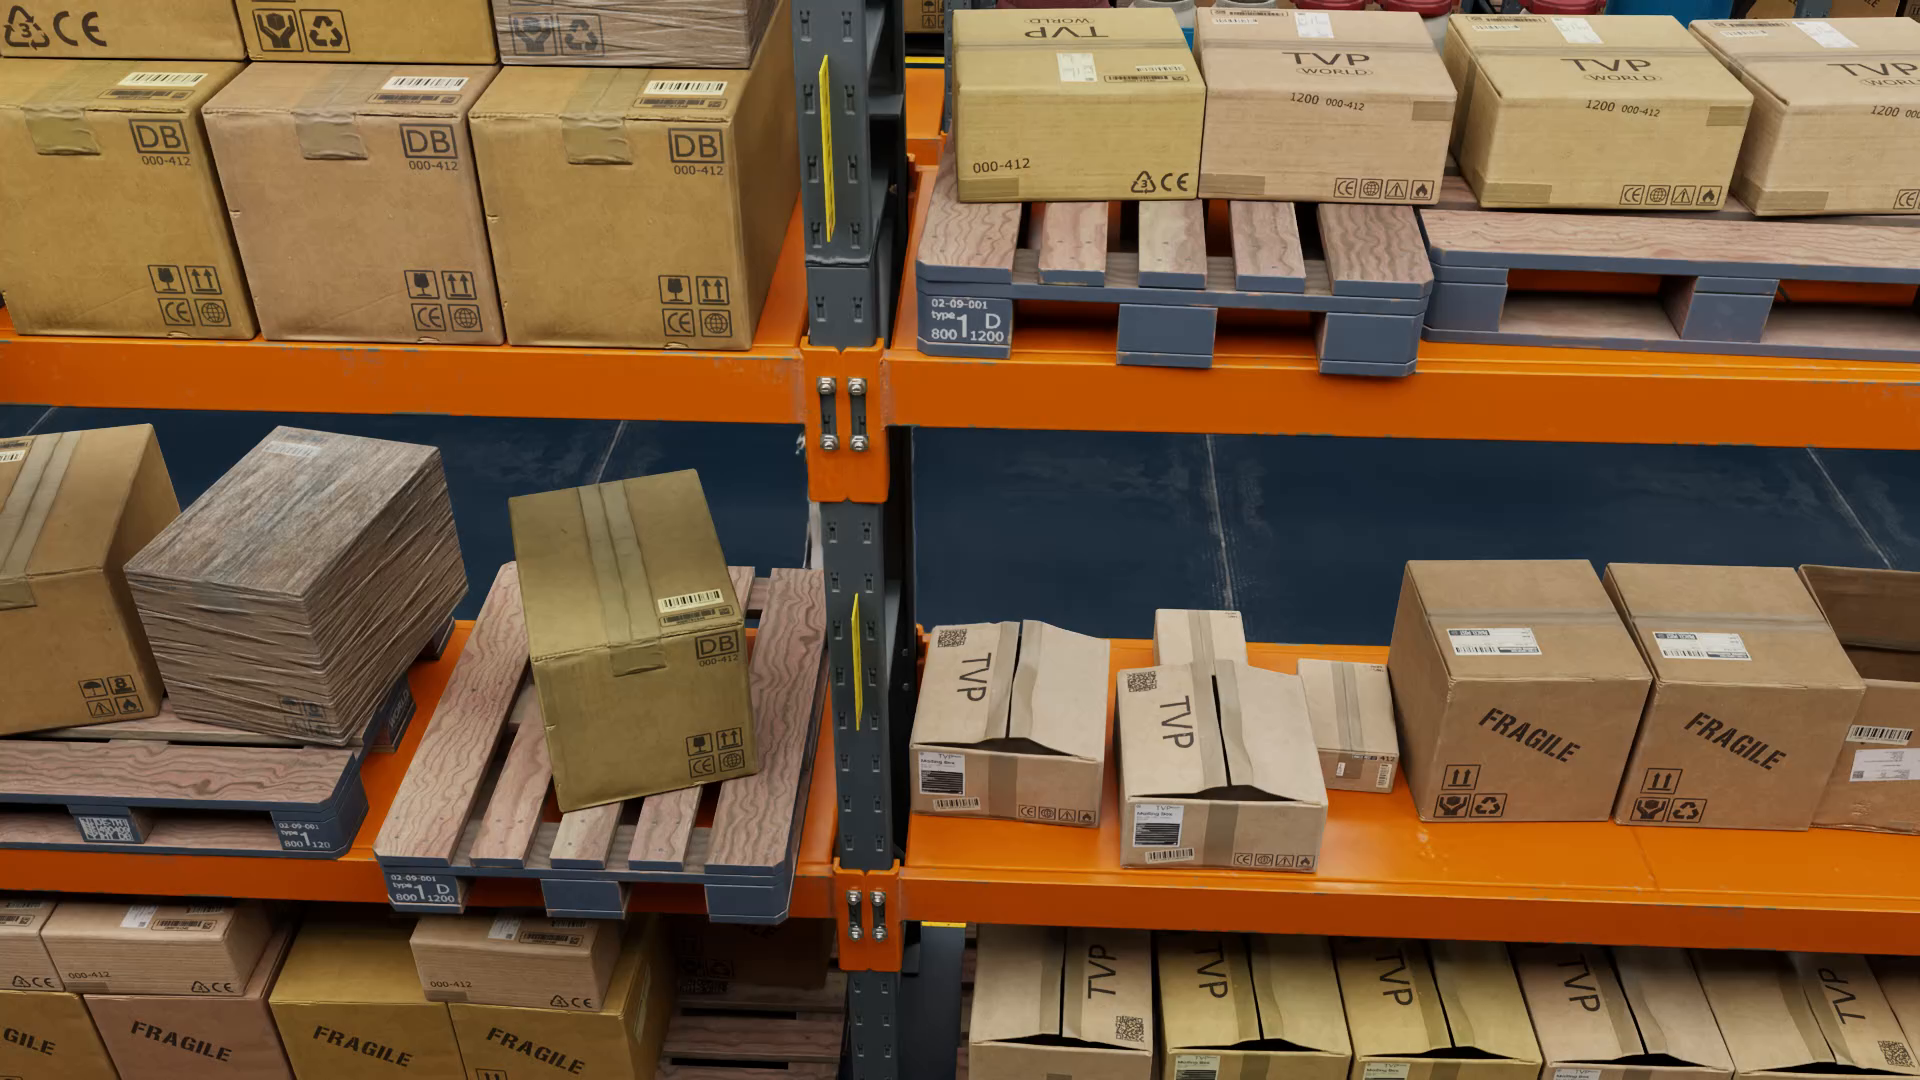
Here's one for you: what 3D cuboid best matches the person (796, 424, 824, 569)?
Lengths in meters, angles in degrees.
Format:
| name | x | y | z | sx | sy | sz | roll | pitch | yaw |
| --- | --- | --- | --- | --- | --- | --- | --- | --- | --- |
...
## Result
| name | x | y | z | sx | sy | sz | roll | pitch | yaw |
| --- | --- | --- | --- | --- | --- | --- | --- | --- | --- |
| person | -0.366 | -0.006 | 6.141 | 0.670 | 1.780 | 0.610 | -6 | 36 | -8 |
